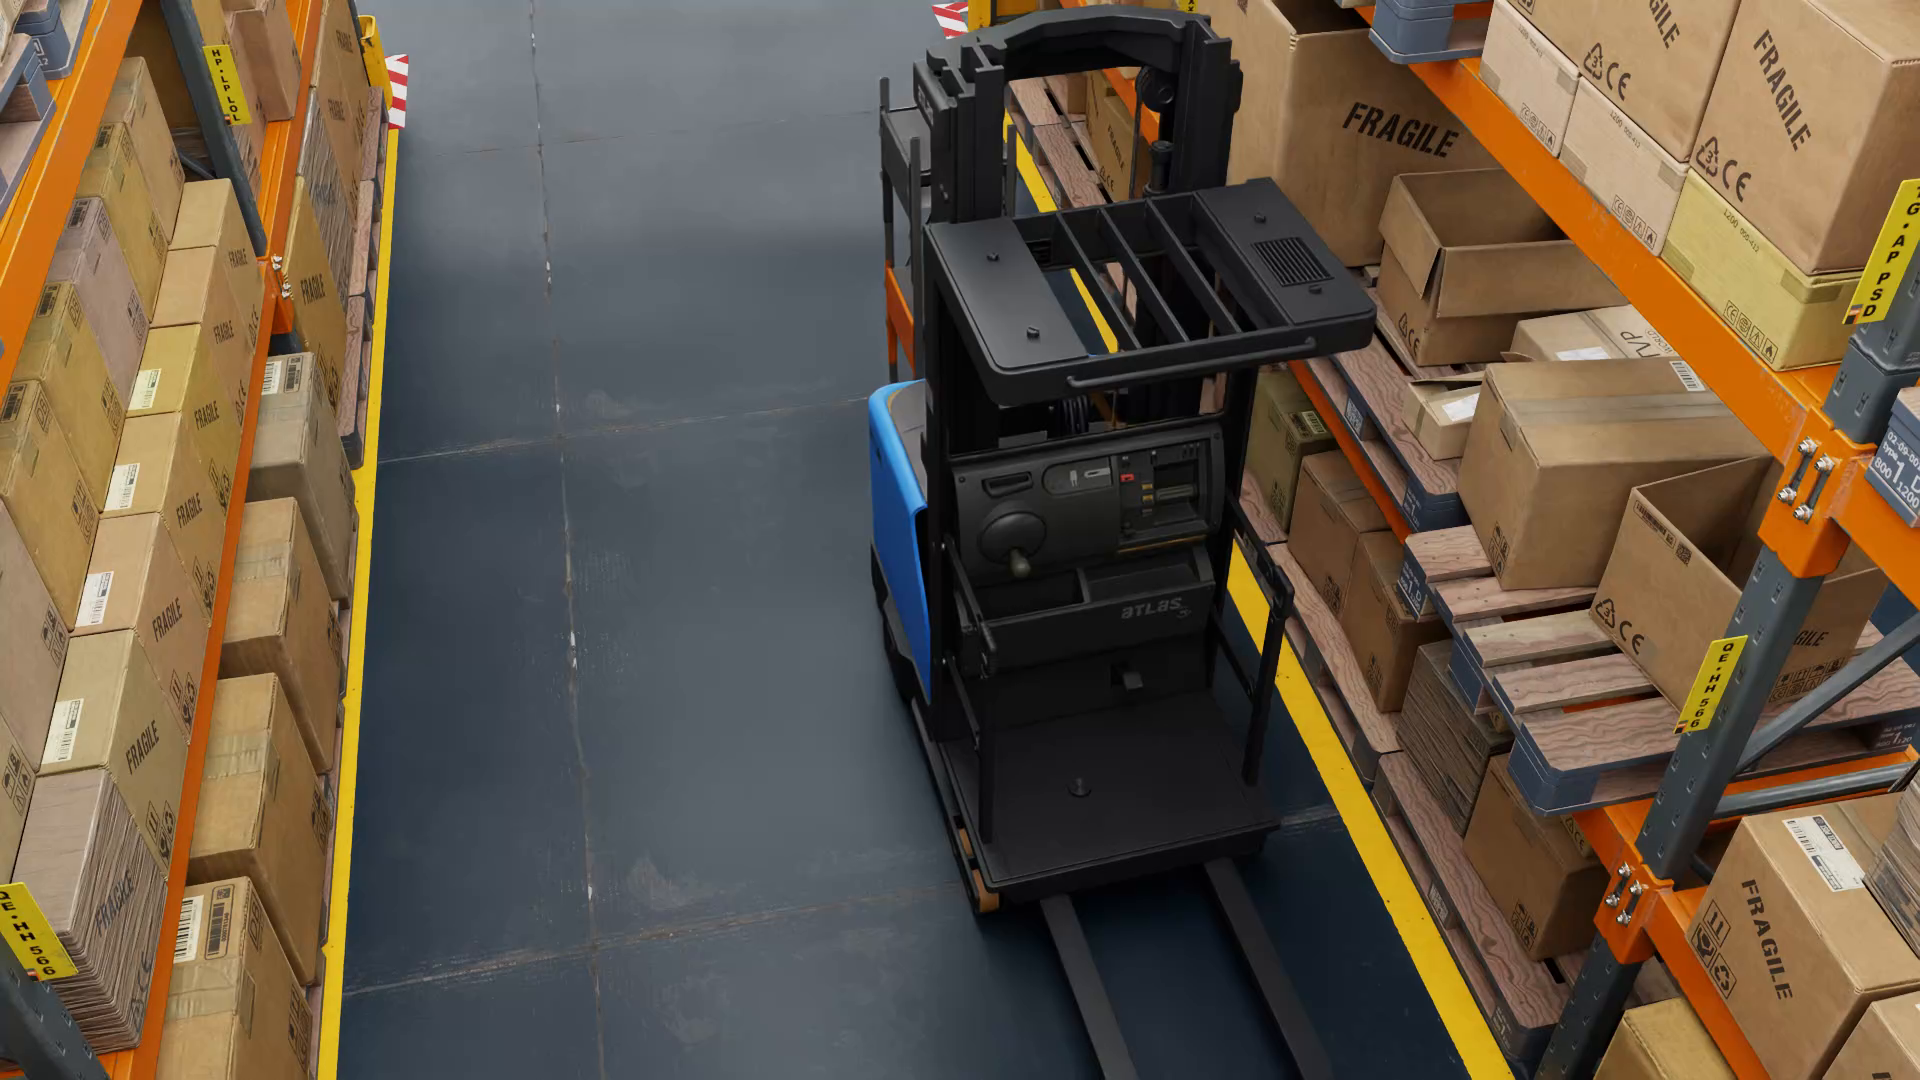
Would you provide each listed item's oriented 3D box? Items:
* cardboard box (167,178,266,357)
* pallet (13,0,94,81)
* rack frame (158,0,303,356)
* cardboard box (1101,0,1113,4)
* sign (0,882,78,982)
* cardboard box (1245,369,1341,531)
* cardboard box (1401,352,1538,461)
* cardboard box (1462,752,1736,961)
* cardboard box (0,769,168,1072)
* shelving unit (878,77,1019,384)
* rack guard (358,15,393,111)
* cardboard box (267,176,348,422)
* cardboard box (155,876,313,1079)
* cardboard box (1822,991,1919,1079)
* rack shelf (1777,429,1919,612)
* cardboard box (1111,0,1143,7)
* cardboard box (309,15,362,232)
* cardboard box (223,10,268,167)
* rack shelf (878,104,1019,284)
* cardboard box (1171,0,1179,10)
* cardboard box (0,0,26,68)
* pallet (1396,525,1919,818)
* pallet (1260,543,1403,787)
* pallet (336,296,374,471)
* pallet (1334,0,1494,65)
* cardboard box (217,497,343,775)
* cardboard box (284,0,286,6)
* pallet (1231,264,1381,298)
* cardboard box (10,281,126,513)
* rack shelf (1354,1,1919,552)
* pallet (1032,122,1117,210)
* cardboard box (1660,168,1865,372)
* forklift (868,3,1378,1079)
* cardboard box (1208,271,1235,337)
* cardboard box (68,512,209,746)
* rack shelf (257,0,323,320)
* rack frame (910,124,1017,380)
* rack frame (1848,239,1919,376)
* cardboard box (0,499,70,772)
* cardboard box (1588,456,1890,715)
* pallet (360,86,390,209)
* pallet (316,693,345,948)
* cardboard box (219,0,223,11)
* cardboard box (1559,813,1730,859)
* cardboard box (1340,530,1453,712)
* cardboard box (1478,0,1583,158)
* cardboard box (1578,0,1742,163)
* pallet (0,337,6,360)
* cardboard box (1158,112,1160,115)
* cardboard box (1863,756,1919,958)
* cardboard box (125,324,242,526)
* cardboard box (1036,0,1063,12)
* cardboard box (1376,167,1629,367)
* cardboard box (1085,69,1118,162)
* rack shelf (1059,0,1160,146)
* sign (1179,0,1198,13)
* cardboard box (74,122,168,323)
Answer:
[{"bbox_3d":[-2.994,-1.010,6.334,0.500,0.500,0.500,-9,42,-10],"label":"cardboard box"},{"bbox_3d":[-3.121,-1.735,5.112,0.805,0.209,1.217,-10,43,-11],"label":"pallet"},{"bbox_3d":[-3.368,-1.272,6.705,1.000,3.000,0.127,-8,42,-9],"label":"rack frame"},{"bbox_3d":[0.942,-2.738,8.546,0.380,0.149,0.250,-8,42,-9],"label":"cardboard box"},{"bbox_3d":[-1.976,0.833,3.521,0.100,0.325,0.005,-8,42,-9],"label":"sign"},{"bbox_3d":[1.693,-0.434,7.313,0.700,0.500,0.500,-9,42,-10],"label":"cardboard box"},{"bbox_3d":[1.737,-0.473,5.591,0.396,0.266,0.258,-9,42,-10],"label":"cardboard box"},{"bbox_3d":[2.197,1.014,5.681,0.700,0.500,0.500,-10,43,-12],"label":"cardboard box"},{"bbox_3d":[-2.337,0.954,4.123,0.500,0.500,0.500,-8,42,-9],"label":"cardboard box"},{"bbox_3d":[-0.050,-0.857,6.915,0.431,2.100,0.503,-10,43,-11],"label":"shelving unit"},{"bbox_3d":[-4.236,-2.946,10.474,1.175,0.500,0.348,-8,42,-9],"label":"rack guard"},{"bbox_3d":[-3.435,-1.052,7.742,0.875,0.875,0.875,-8,42,-9],"label":"cardboard box"},{"bbox_3d":[-2.548,1.597,4.851,1.050,0.750,0.750,-9,42,-10],"label":"cardboard box"},{"bbox_3d":[2.314,1.326,3.703,0.500,0.500,0.500,-9,42,-10],"label":"cardboard box"},{"bbox_3d":[2.792,1.119,2.294,1.077,0.370,4.000,-8,42,-9],"label":"rack shelf"},{"bbox_3d":[1.181,-3.005,8.358,0.875,0.500,0.500,-8,42,-9],"label":"cardboard box"},{"bbox_3d":[-3.828,-2.227,9.065,0.875,0.875,0.875,-9,42,-10],"label":"cardboard box"},{"bbox_3d":[-3.600,-1.919,7.321,0.875,0.550,0.550,-8,42,-9],"label":"cardboard box"},{"bbox_3d":[-0.050,-1.370,6.459,0.431,0.518,0.480,-10,43,-11],"label":"rack shelf"},{"bbox_3d":[1.461,-2.366,7.639,0.875,0.500,0.500,-8,42,-9],"label":"cardboard box"},{"bbox_3d":[-2.774,-1.450,4.322,0.500,0.311,0.500,-10,43,-11],"label":"cardboard box"},{"bbox_3d":[2.103,0.301,5.078,1.213,0.211,1.003,-8,42,-9],"label":"pallet"},{"bbox_3d":[1.934,0.422,6.897,1.003,0.211,1.213,-8,42,-9],"label":"pallet"},{"bbox_3d":[-3.455,-0.733,8.199,1.003,0.211,1.213,-8,42,-9],"label":"pallet"},{"bbox_3d":[1.753,-1.882,5.274,1.213,0.211,1.003,-8,42,-9],"label":"pallet"},{"bbox_3d":[-2.941,0.428,6.169,1.050,0.750,0.750,-8,42,-9],"label":"cardboard box"},{"bbox_3d":[-3.968,-2.953,8.485,0.875,0.550,0.550,-8,42,-9],"label":"cardboard box"},{"bbox_3d":[1.520,-1.329,6.914,1.003,0.211,1.213,-8,42,-9],"label":"pallet"},{"bbox_3d":[-2.925,-0.374,4.865,0.700,0.500,0.500,-9,42,-10],"label":"cardboard box"},{"bbox_3d":[1.929,-1.474,5.215,1.077,0.370,4.000,-8,42,-9],"label":"rack shelf"},{"bbox_3d":[1.051,-2.097,9.735,1.003,0.211,1.213,-8,42,-9],"label":"pallet"},{"bbox_3d":[2.019,-0.663,3.873,0.500,0.250,0.500,-8,42,-9],"label":"cardboard box"},{"bbox_3d":[0.495,-0.041,5.370,1.130,2.935,3.031,-10,43,-11],"label":"forklift"},{"bbox_3d":[1.450,-1.405,8.421,0.500,0.500,0.500,-10,42,-11],"label":"cardboard box"},{"bbox_3d":[-2.558,0.298,4.862,0.500,0.500,0.500,-8,42,-9],"label":"cardboard box"},{"bbox_3d":[-3.799,-2.299,8.405,1.077,0.370,4.000,-8,42,-9],"label":"rack shelf"},{"bbox_3d":[0.013,-0.700,6.739,0.400,2.100,0.015,-10,43,-11],"label":"rack frame"},{"bbox_3d":[2.361,-1.568,2.520,1.000,3.000,0.127,-8,42,-9],"label":"rack frame"},{"bbox_3d":[-2.702,0.289,4.118,0.700,0.500,0.500,-9,42,-10],"label":"cardboard box"},{"bbox_3d":[2.205,0.137,4.726,0.500,0.500,0.500,-13,43,-15],"label":"cardboard box"},{"bbox_3d":[-3.982,-2.315,9.981,1.003,0.211,1.213,-8,42,-9],"label":"pallet"},{"bbox_3d":[-2.861,1.053,6.187,1.003,0.211,1.213,-8,42,-9],"label":"pallet"},{"bbox_3d":[-3.646,-2.316,6.955,0.875,0.550,0.550,-8,42,-9],"label":"cardboard box"},{"bbox_3d":[2.187,0.735,5.430,0.500,0.250,0.500,-7,42,-8],"label":"cardboard box"},{"bbox_3d":[1.935,0.290,6.497,0.700,0.500,0.500,-5,42,-6],"label":"cardboard box"},{"bbox_3d":[1.793,-1.309,4.600,0.500,0.250,0.500,-7,42,-8],"label":"cardboard box"},{"bbox_3d":[1.892,-1.275,3.997,0.500,0.500,0.500,-8,42,-9],"label":"cardboard box"},{"bbox_3d":[-2.695,-0.140,3.313,1.213,0.211,1.003,-7,42,-7],"label":"pallet"},{"bbox_3d":[1.119,-2.084,7.809,0.380,0.149,0.250,-8,42,-9],"label":"cardboard box"},{"bbox_3d":[2.503,0.739,3.608,0.797,0.503,0.637,-7,42,-8],"label":"cardboard box"},{"bbox_3d":[-2.776,-0.354,5.596,0.500,0.500,0.500,-8,42,-9],"label":"cardboard box"},{"bbox_3d":[0.752,-3.325,10.585,0.500,0.500,0.500,-1,42,-1],"label":"cardboard box"},{"bbox_3d":[1.962,-1.003,6.007,0.797,0.503,0.637,-4,42,-5],"label":"cardboard box"},{"bbox_3d":[1.032,-2.534,9.694,0.500,0.500,0.500,-5,42,-5],"label":"cardboard box"},{"bbox_3d":[1.066,-2.945,9.131,1.077,0.370,4.000,-8,42,-9],"label":"rack shelf"},{"bbox_3d":[0.969,-2.158,7.052,0.100,0.325,0.005,-8,42,-9],"label":"sign"},{"bbox_3d":[-3.142,-1.029,5.603,0.700,0.500,0.500,-9,42,-10],"label":"cardboard box"}]
